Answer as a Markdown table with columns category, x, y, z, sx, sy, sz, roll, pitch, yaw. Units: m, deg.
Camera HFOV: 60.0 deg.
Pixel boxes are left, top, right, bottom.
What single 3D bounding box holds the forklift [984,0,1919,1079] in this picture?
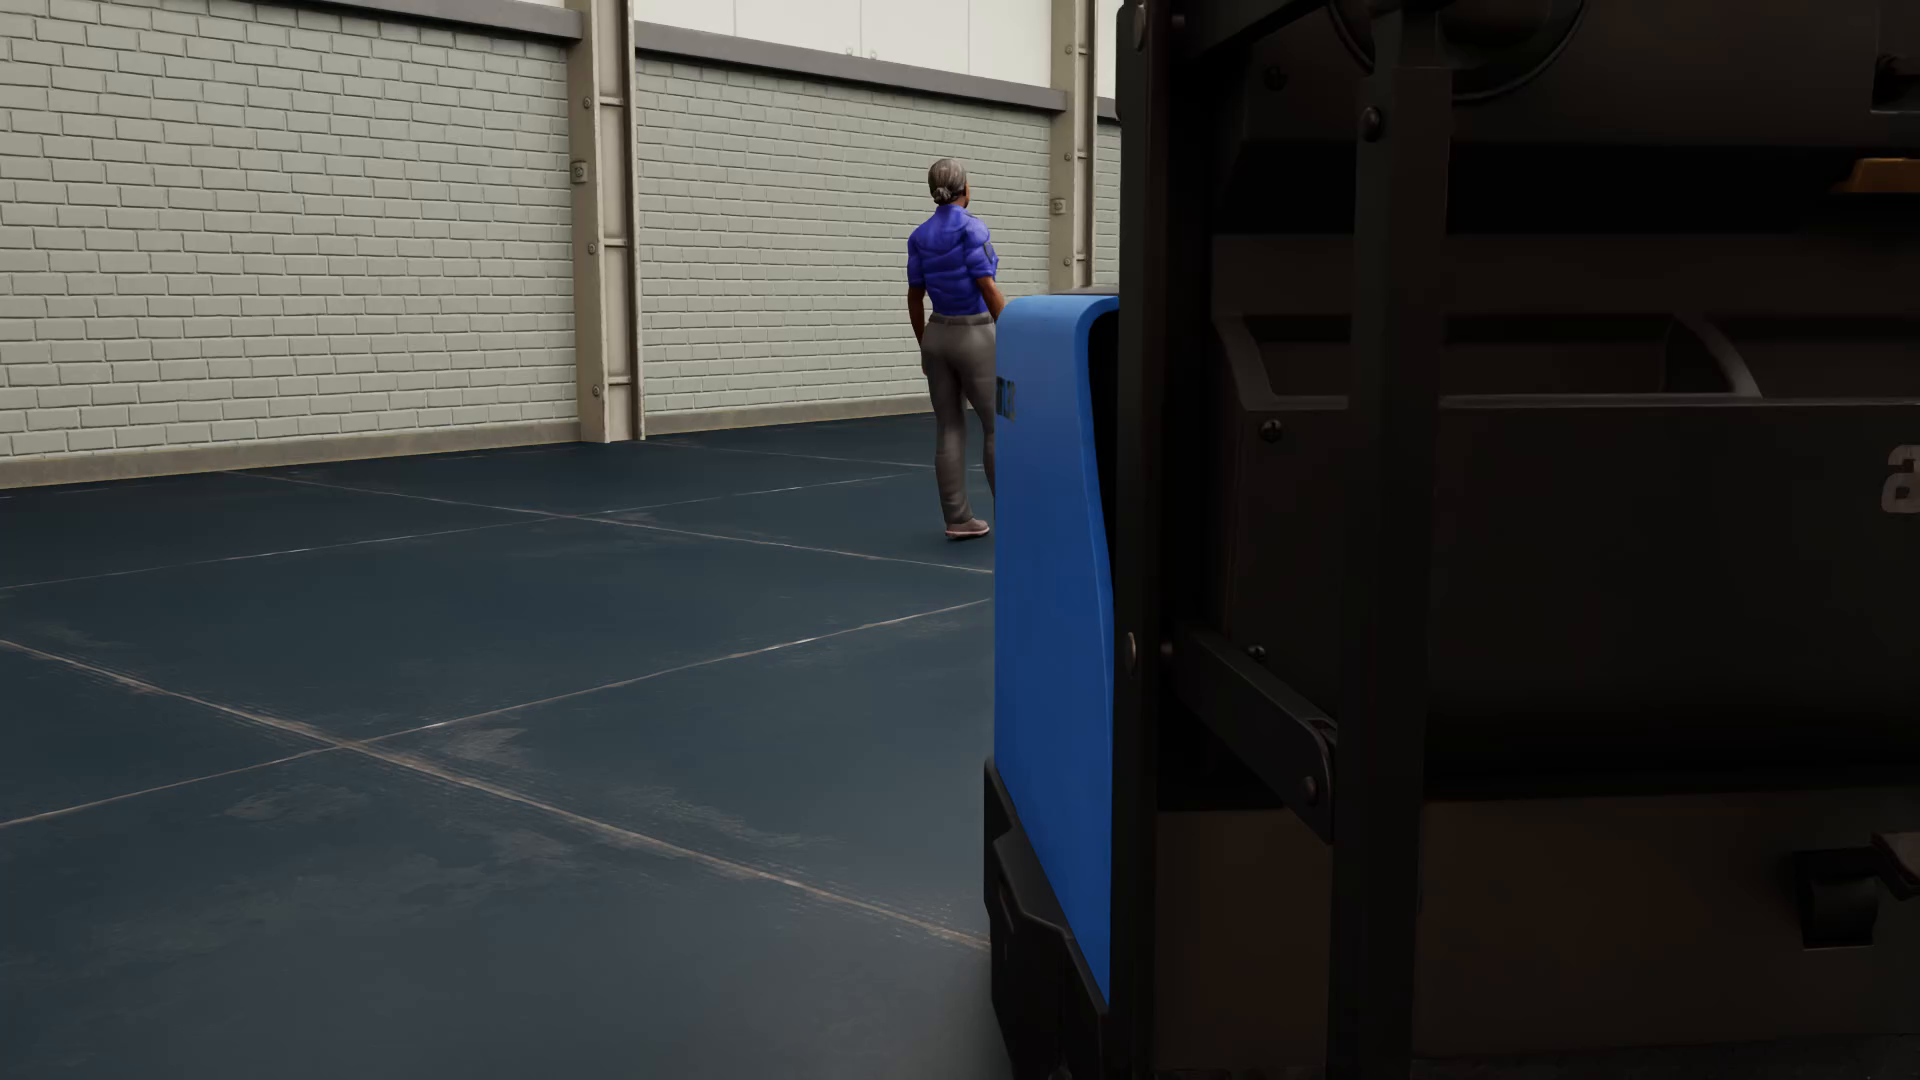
| category | x | y | z | sx | sy | sz | roll | pitch | yaw |
| --- | --- | --- | --- | --- | --- | --- | --- | --- | --- |
| forklift | 0.719 | -0.579 | 1.240 | 1.130 | 2.935 | 3.031 | -1 | 8 | -6 |

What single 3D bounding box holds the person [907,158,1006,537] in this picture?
| category | x | y | z | sx | sy | sz | roll | pitch | yaw |
| --- | --- | --- | --- | --- | --- | --- | --- | --- | --- |
| person | 0.074 | -0.834 | 7.343 | 0.569 | 1.654 | 0.494 | 7 | 11 | 38 |
